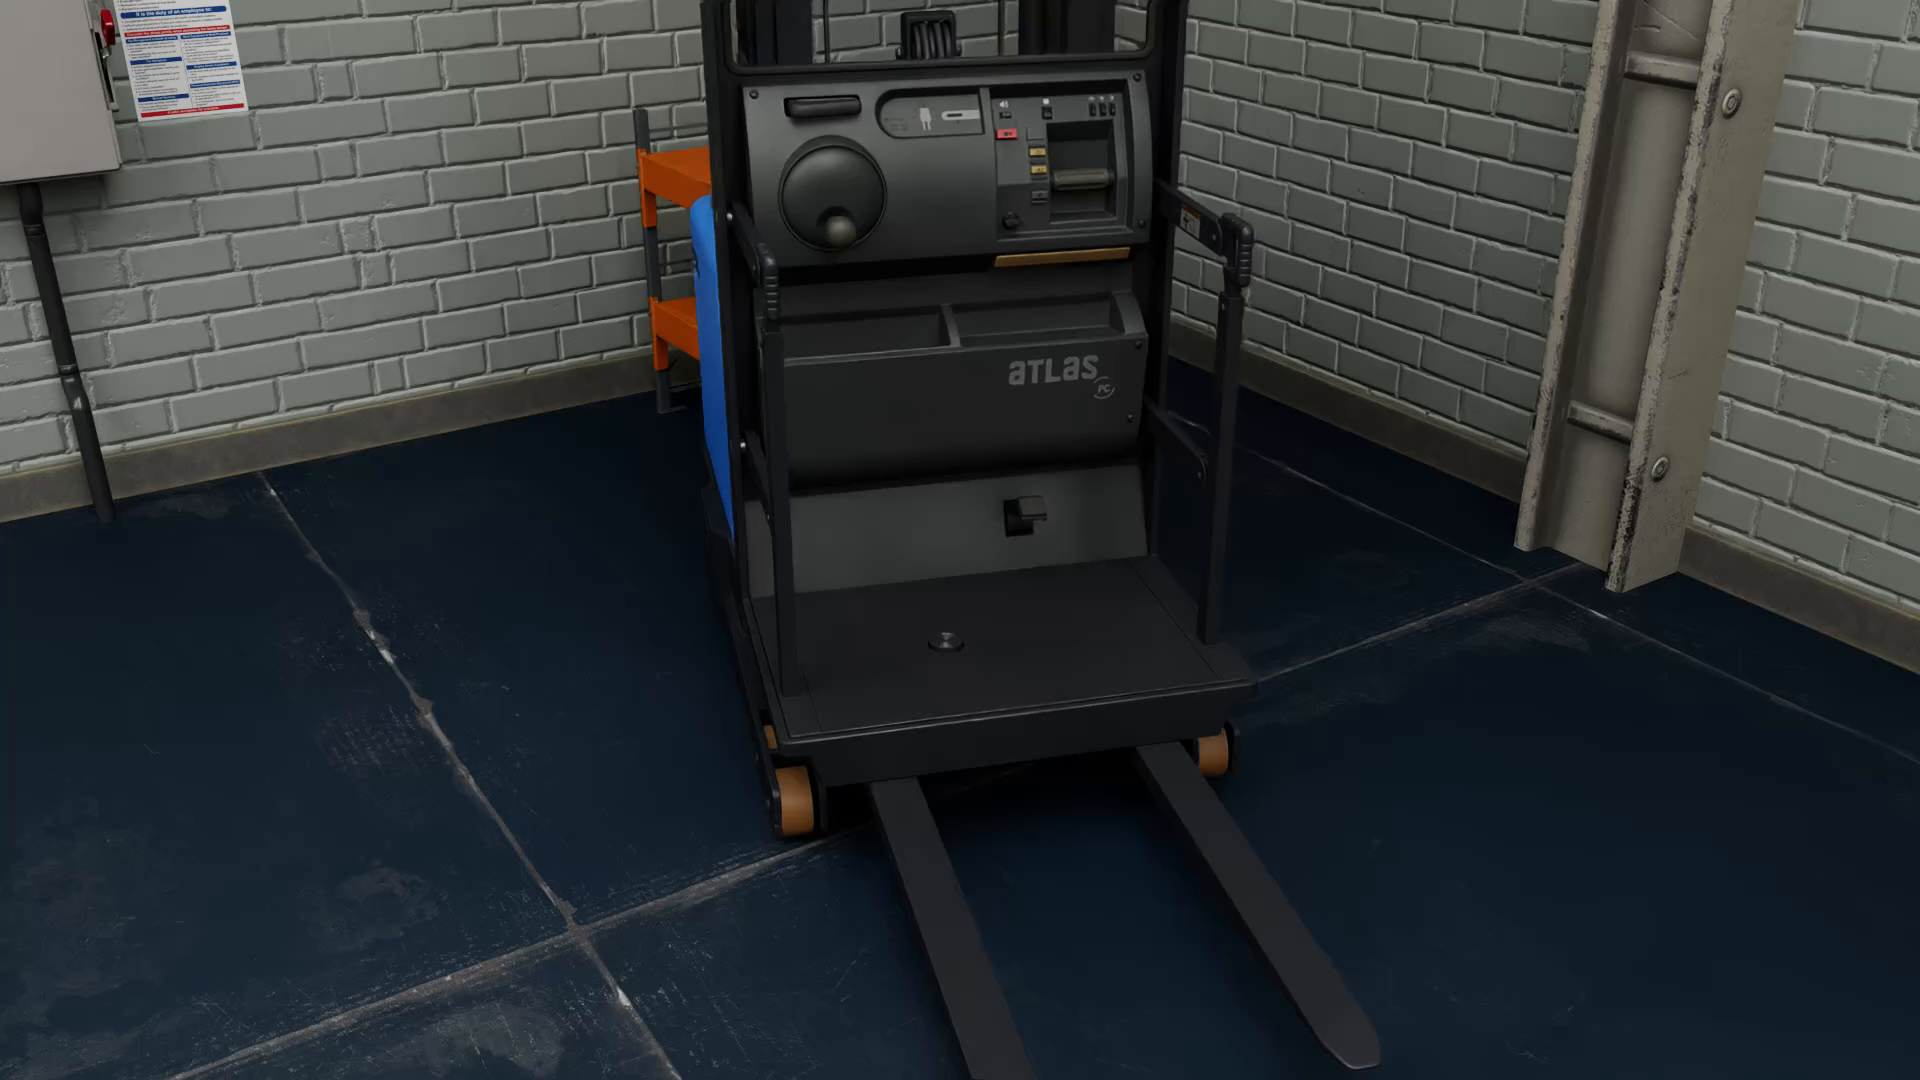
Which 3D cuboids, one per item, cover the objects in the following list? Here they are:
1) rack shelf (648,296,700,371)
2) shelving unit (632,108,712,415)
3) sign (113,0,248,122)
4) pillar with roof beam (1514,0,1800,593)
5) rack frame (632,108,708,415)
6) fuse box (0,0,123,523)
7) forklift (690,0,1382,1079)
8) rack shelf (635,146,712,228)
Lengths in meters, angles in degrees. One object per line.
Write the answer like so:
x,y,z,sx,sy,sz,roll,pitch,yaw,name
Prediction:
-0.640,-0.645,5.871,0.538,0.278,1.000,-16,30,-31,rack shelf
-0.640,-0.866,5.767,0.538,1.125,1.048,-16,30,-31,shelving unit
-2.429,-1.567,5.168,0.329,0.494,0.001,-16,29,-30,sign
-1.638,-3.015,1.095,9.100,9.000,0.400,-16,29,-30,pillar with roof beam
-0.926,-1.045,6.146,0.500,1.125,0.032,-16,30,-31,rack frame
-2.729,-0.839,5.022,0.539,1.711,0.414,-16,29,-30,fuse box
0.037,-0.824,3.562,1.130,2.935,3.031,-6,26,-12,forklift
-0.640,-1.131,5.642,0.538,0.278,1.000,-16,30,-31,rack shelf
